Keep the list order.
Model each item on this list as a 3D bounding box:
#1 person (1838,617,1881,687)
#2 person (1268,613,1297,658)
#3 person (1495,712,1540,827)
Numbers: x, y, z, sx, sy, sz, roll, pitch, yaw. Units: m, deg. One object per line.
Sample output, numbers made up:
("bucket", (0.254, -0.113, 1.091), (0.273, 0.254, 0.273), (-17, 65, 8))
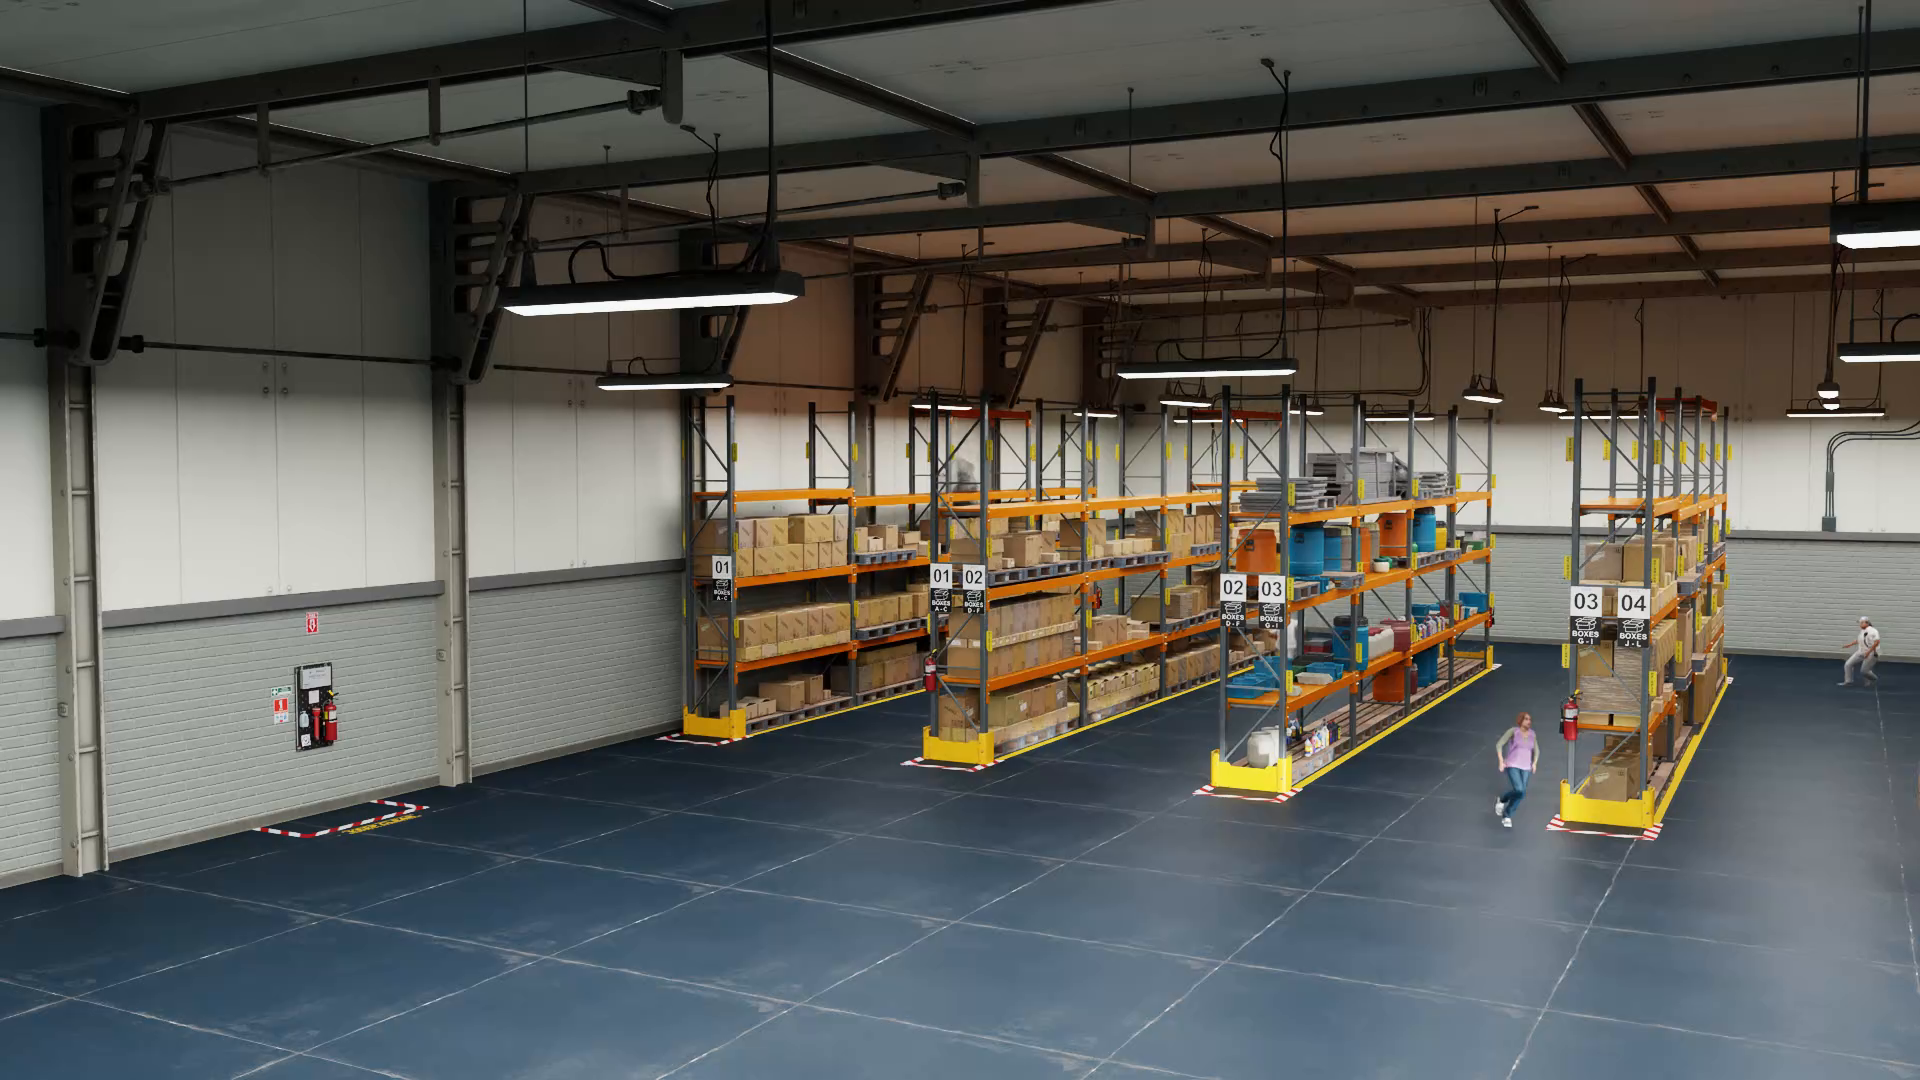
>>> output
("person", (19.160, 2.379, 35.276), (0.619, 1.516, 0.752), (-1, 3, -15))
("person", (6.789, 2.292, 34.795), (0.677, 1.817, 0.797), (1, 3, 20))
("person", (7.513, 3.066, 22.283), (0.569, 1.523, 0.487), (0, 3, -8))
